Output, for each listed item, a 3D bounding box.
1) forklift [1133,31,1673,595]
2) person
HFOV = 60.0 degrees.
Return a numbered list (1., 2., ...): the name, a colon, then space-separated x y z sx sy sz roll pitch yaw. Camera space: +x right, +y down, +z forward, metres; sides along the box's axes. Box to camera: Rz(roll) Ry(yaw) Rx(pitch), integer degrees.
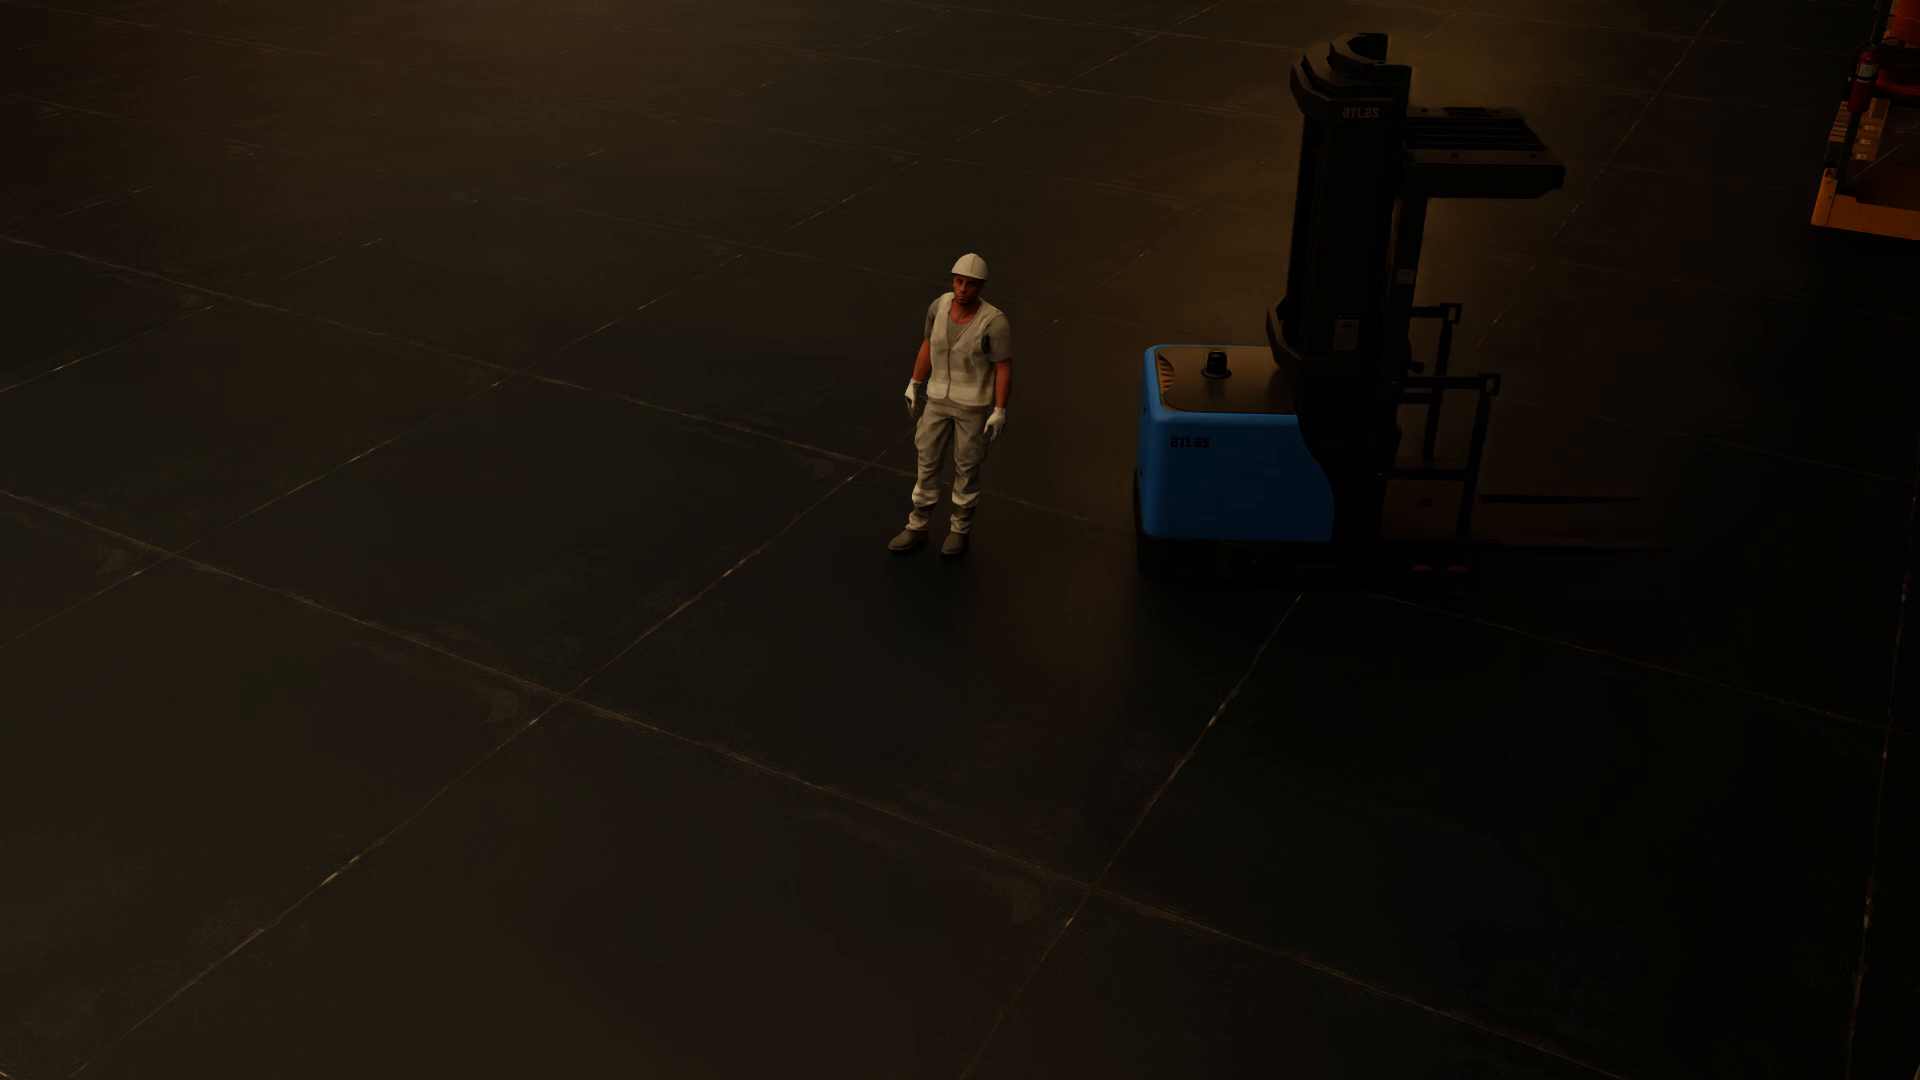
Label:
1. forklift: 2.568 -1.230 9.202 3.031 2.935 1.130 1 30 3
2. person: -0.049 -0.748 9.495 0.638 1.790 0.561 15 33 25
